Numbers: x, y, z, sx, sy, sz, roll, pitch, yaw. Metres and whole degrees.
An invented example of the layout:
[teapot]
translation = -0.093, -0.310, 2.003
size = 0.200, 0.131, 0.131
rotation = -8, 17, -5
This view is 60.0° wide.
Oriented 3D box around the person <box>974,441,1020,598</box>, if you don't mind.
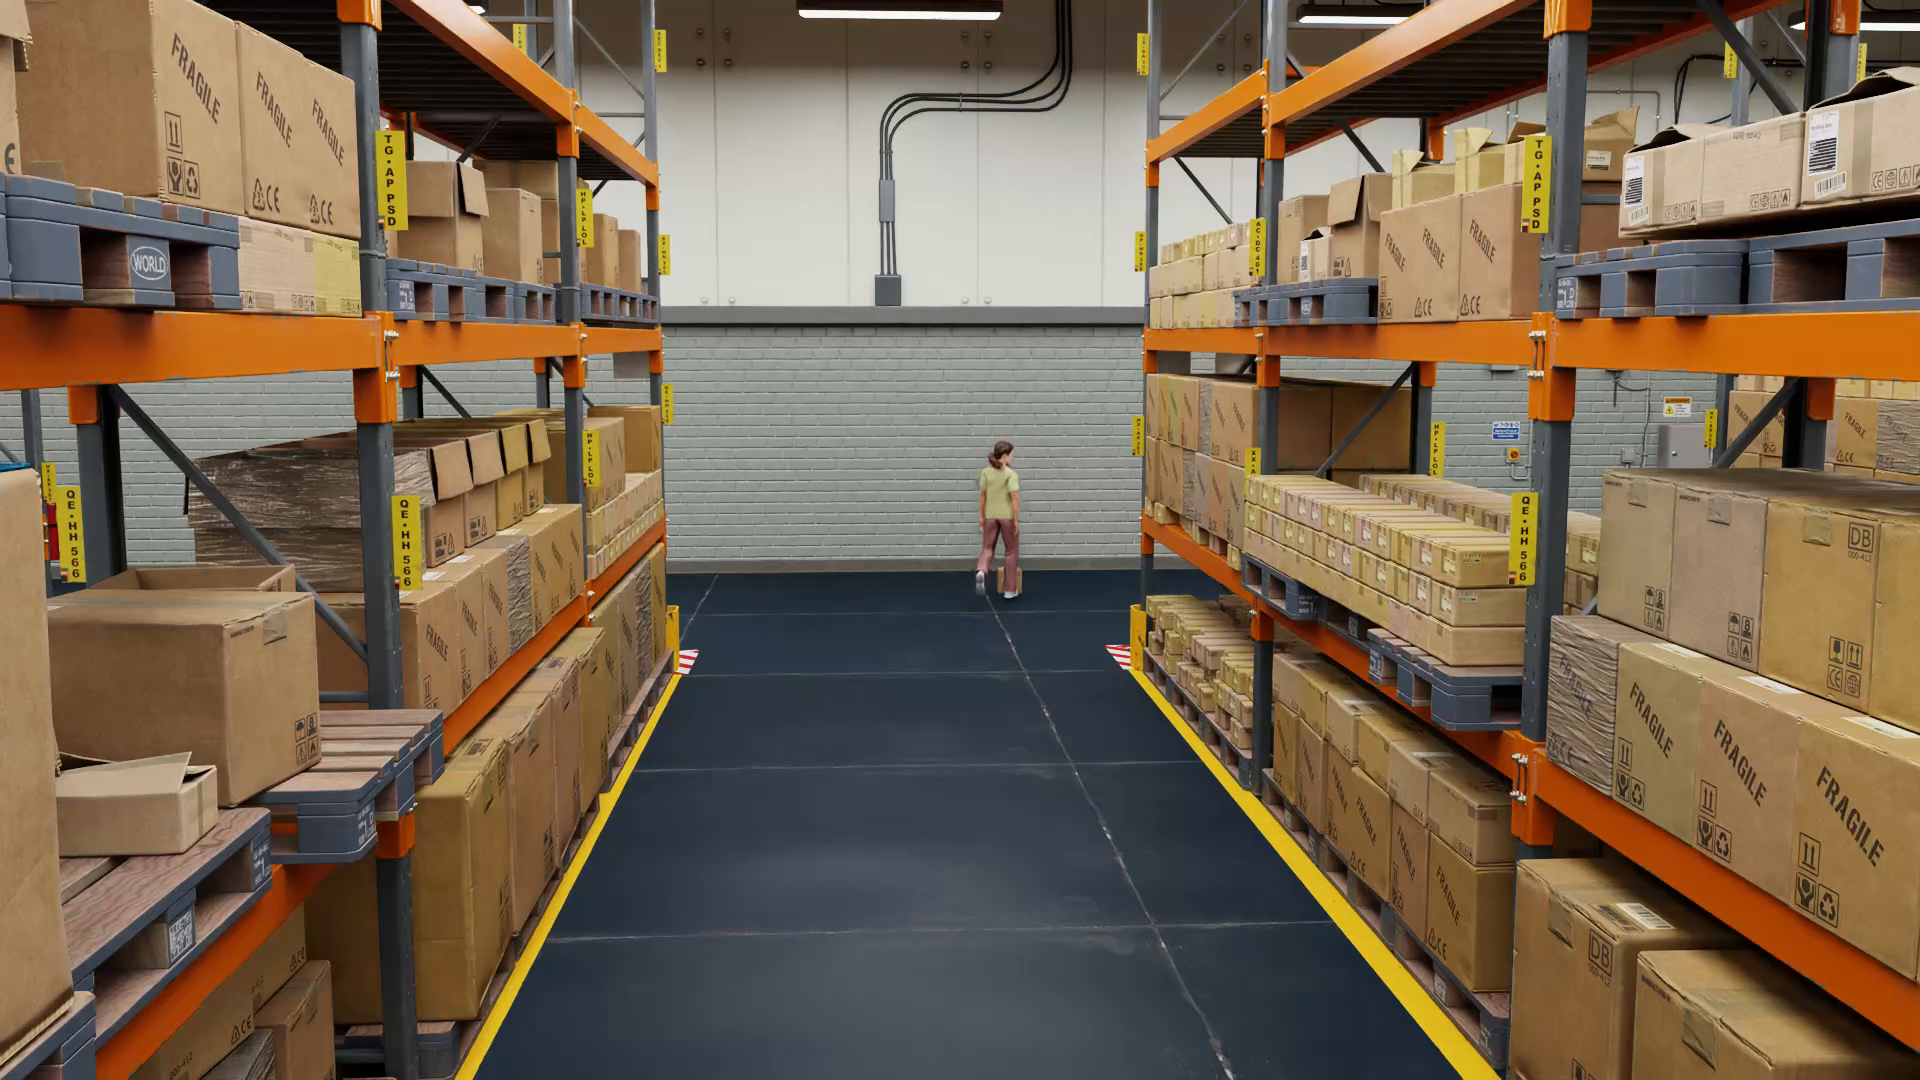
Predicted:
[person]
translation = 0.411, -0.201, 17.316
size = 0.466, 1.661, 0.750
rotation = 3, 7, 22
